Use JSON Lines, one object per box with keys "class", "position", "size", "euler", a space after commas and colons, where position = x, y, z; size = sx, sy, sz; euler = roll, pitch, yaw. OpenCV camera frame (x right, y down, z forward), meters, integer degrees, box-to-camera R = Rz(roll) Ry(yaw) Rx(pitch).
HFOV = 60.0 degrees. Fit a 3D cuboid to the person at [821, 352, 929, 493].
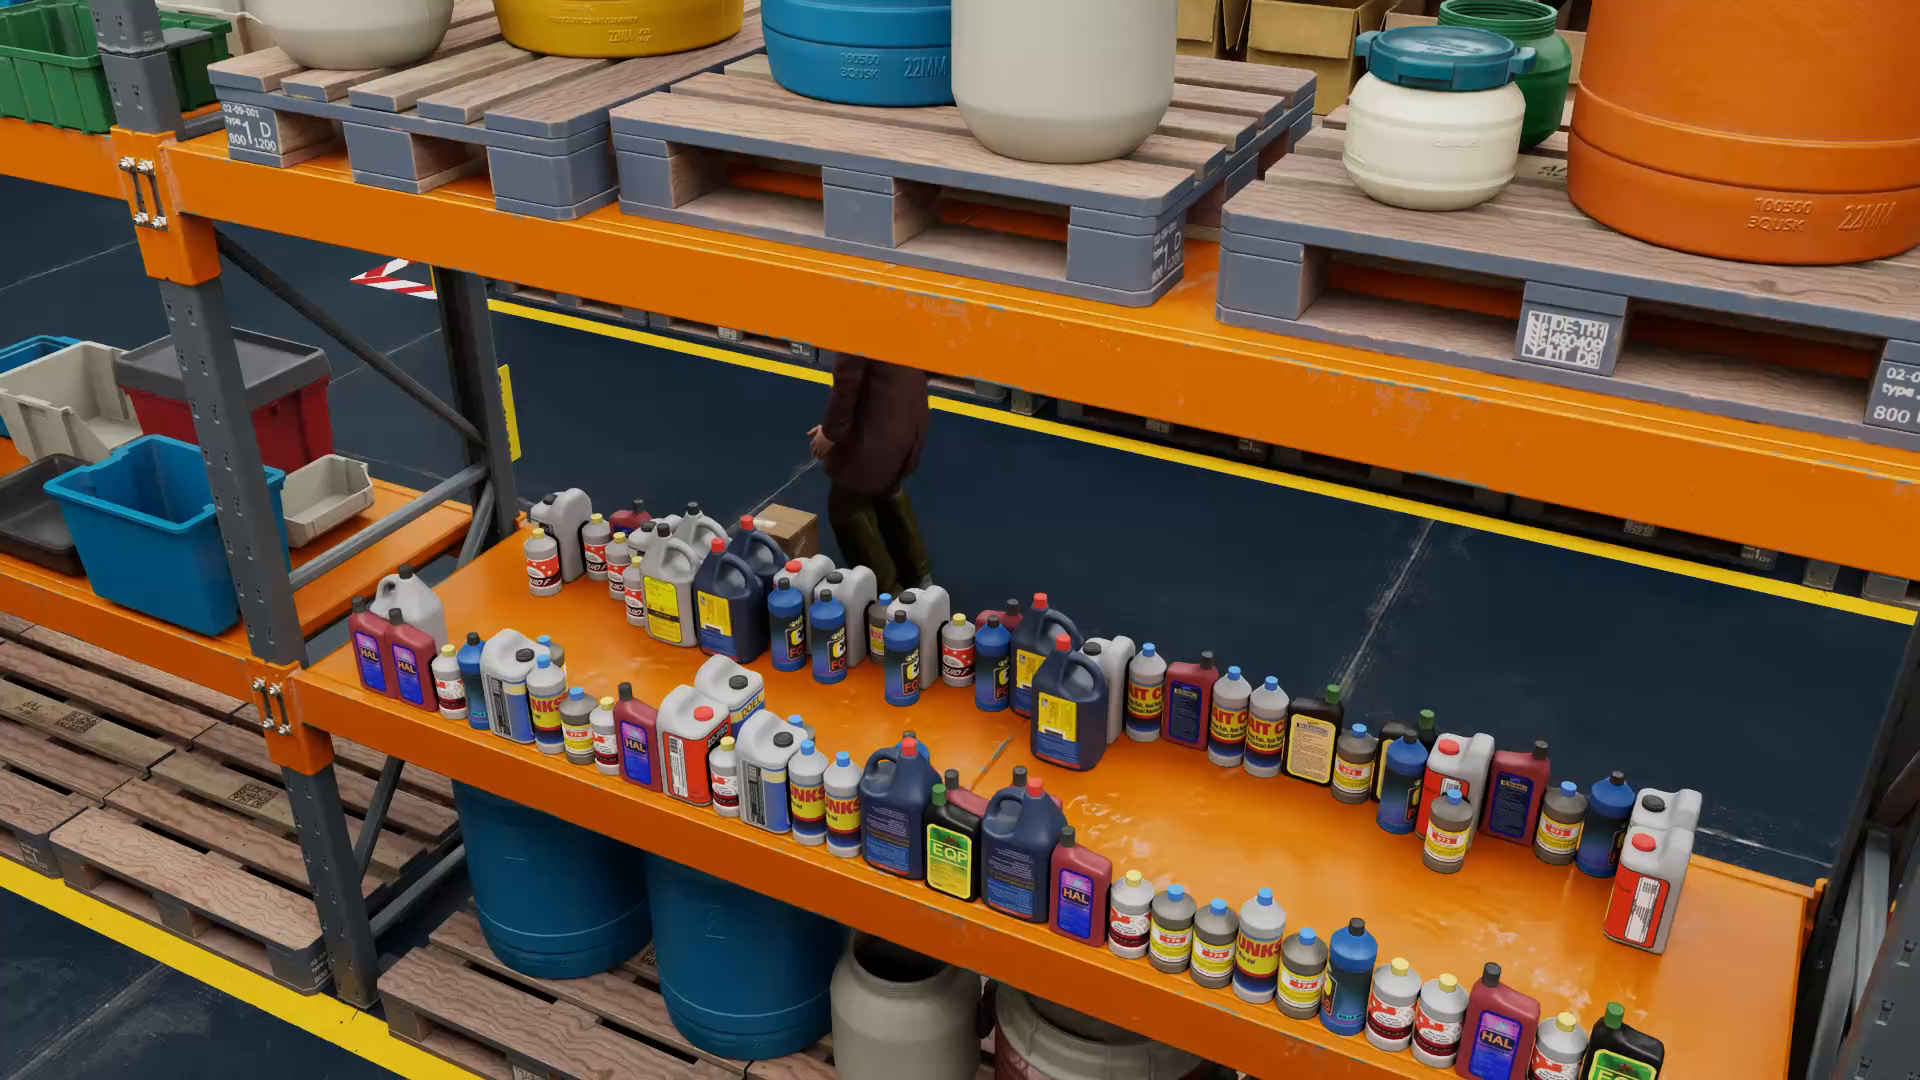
{"class": "person", "position": [-0.359, -0.687, 6.948], "size": [0.396, 0.963, 0.587], "euler": [15, 33, 25]}
